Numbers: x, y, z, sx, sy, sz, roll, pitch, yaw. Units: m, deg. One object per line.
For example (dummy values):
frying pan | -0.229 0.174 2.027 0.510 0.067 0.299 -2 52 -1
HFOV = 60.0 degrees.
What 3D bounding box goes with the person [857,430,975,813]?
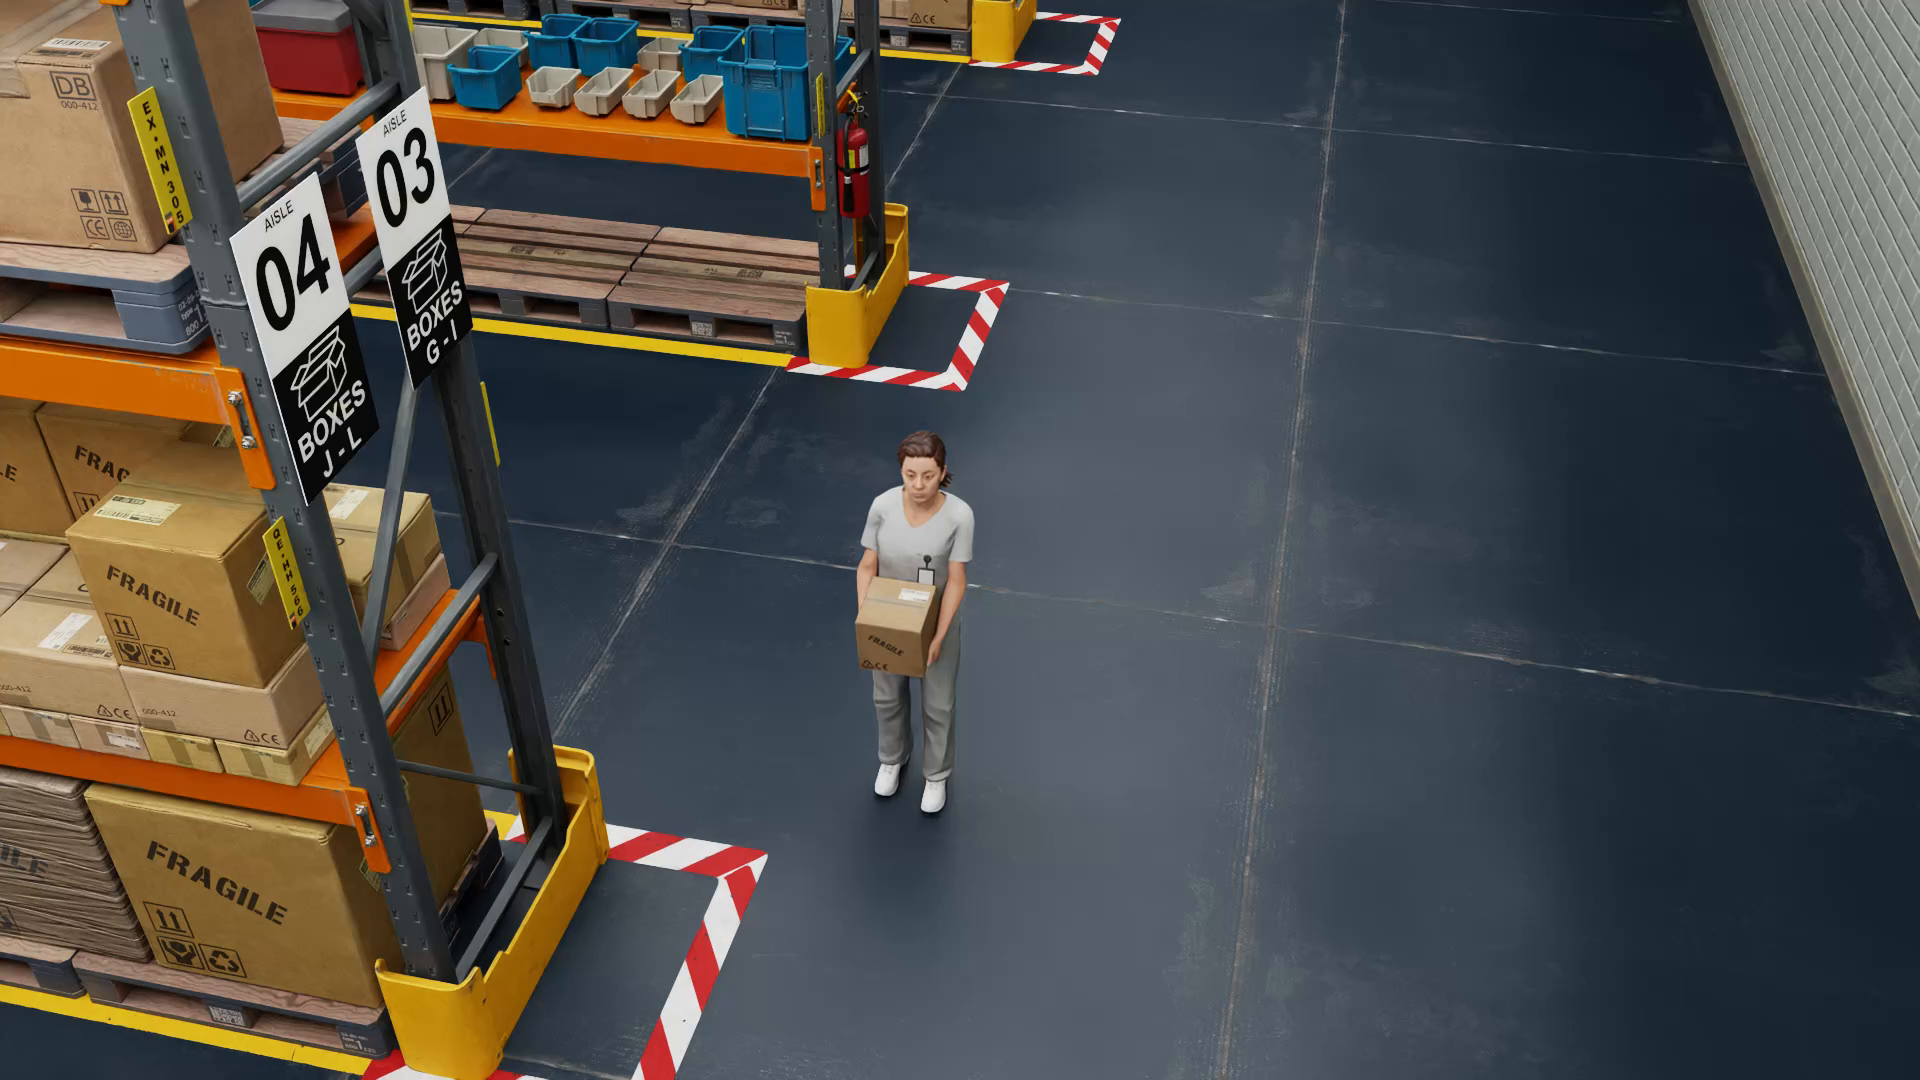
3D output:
person | -0.181 0.357 6.497 0.436 1.664 0.551 8 37 11
